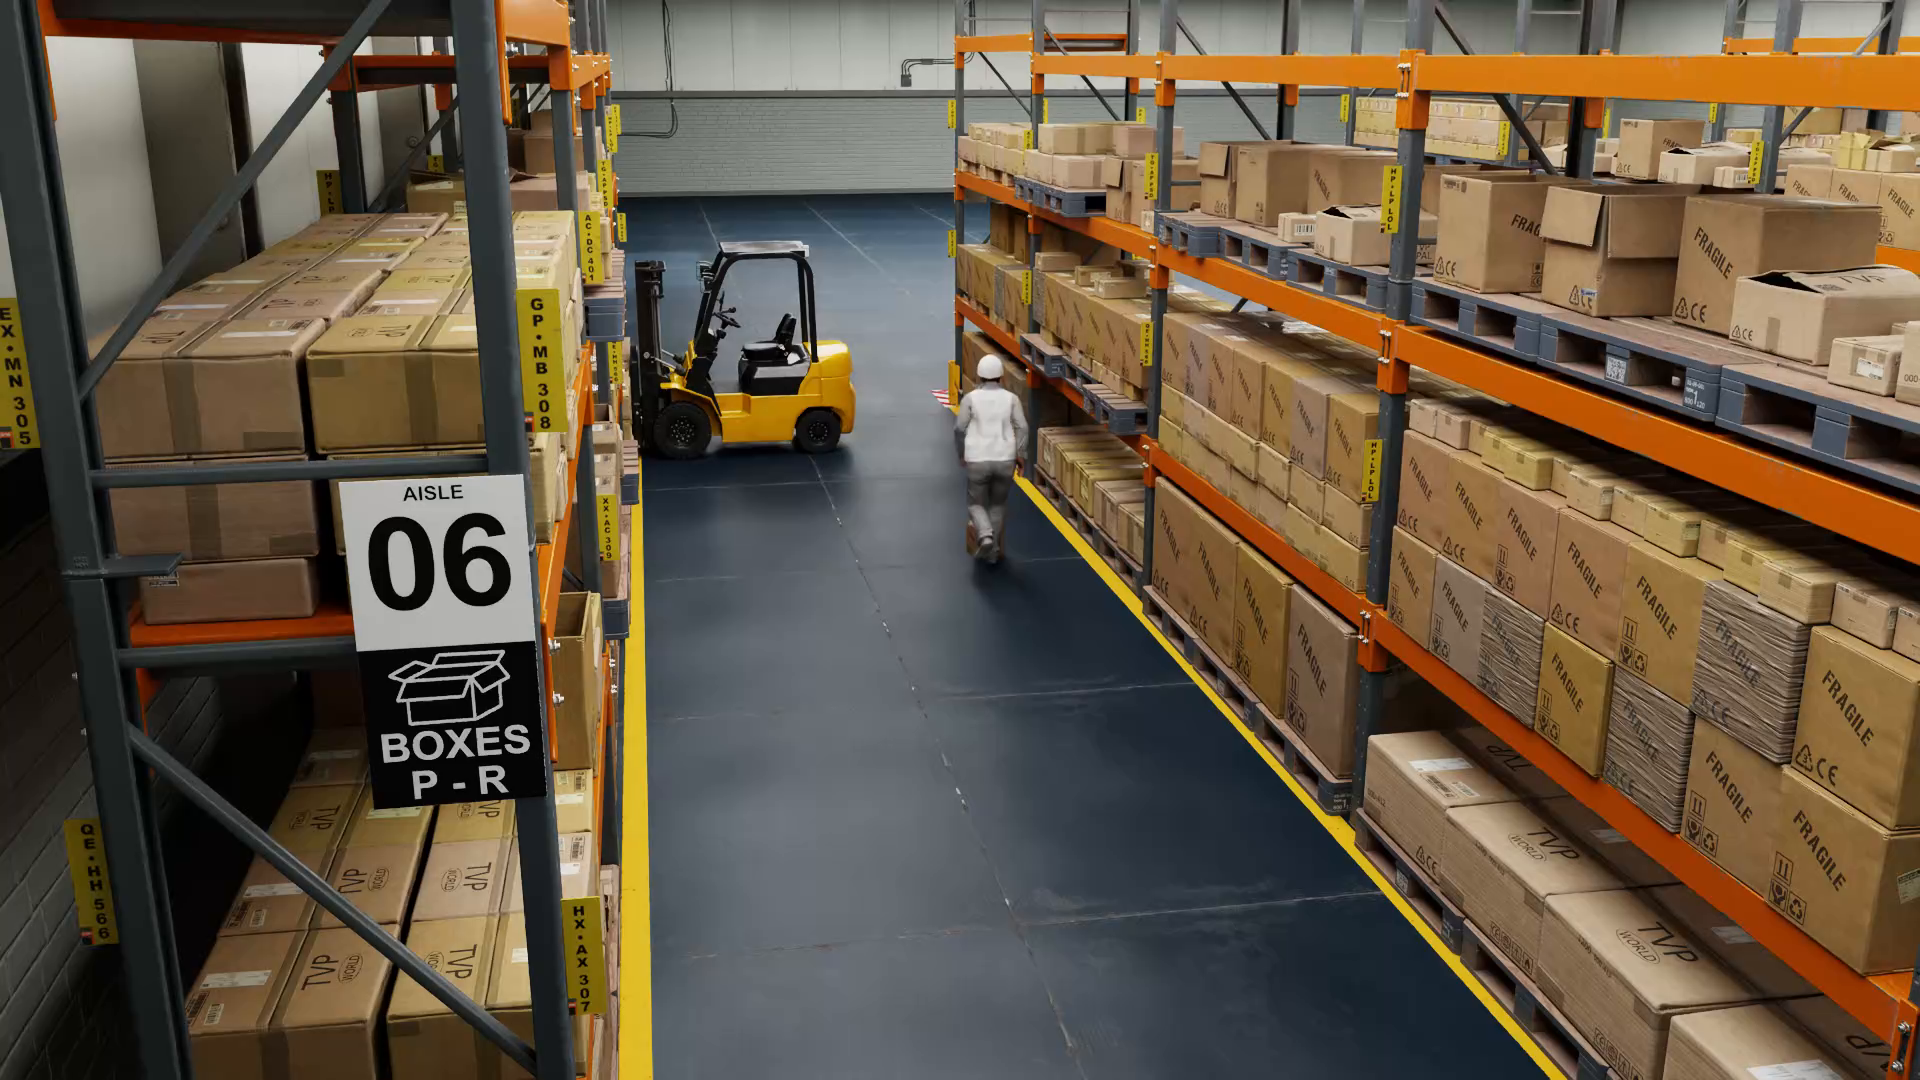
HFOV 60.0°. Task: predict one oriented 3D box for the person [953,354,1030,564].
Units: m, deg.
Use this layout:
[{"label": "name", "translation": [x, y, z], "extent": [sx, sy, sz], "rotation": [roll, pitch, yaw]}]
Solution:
[{"label": "person", "translation": [0.263, -0.638, 13.725], "extent": [0.624, 1.735, 0.692], "rotation": [-2, 16, -8]}]
